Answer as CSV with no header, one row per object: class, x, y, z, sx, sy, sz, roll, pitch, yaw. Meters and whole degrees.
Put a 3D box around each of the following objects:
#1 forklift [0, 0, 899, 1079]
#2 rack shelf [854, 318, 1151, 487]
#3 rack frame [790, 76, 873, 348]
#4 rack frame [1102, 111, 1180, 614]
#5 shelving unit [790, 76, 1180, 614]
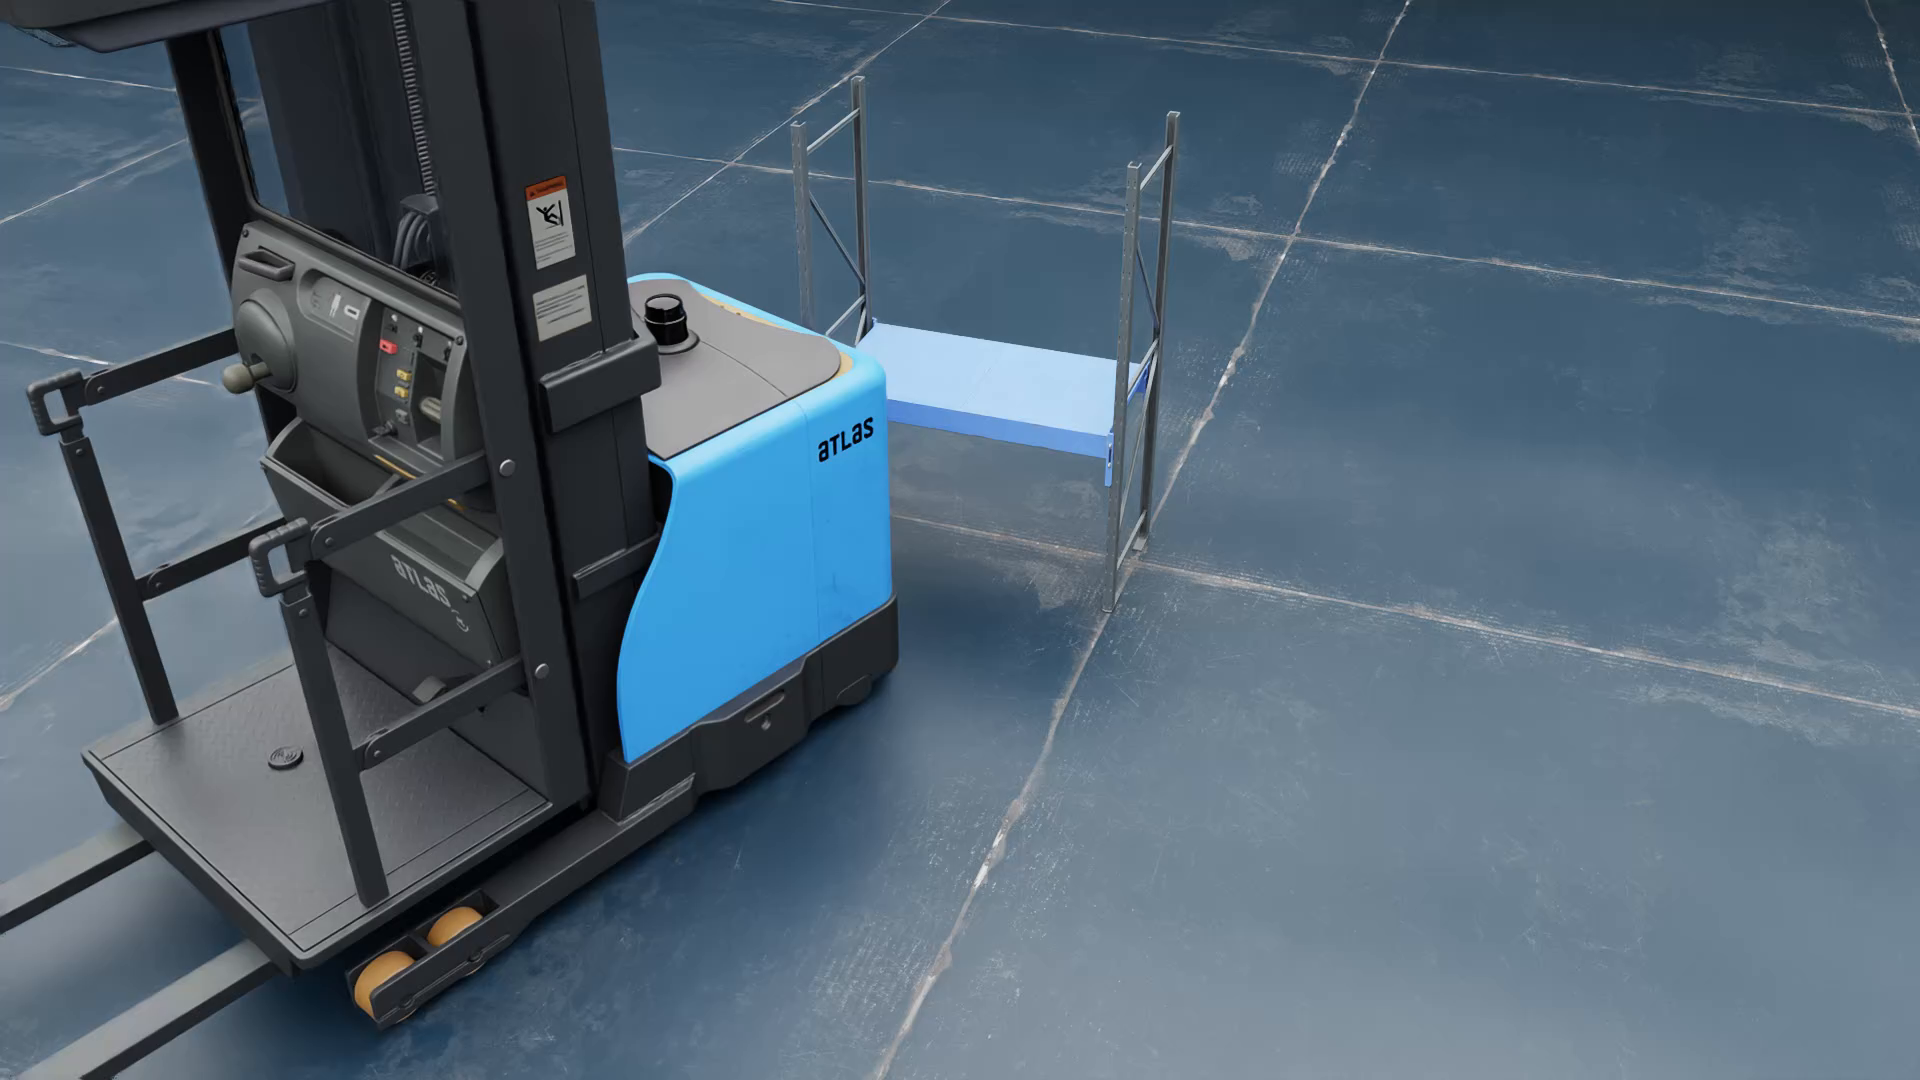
forklift,-1.538,-0.392,3.655,1.130,2.935,3.031,26,41,34
rack shelf,0.080,-0.463,5.417,1.000,0.185,0.538,11,34,16
rack frame,-0.398,-0.708,5.463,0.032,1.500,0.500,11,34,16
rack frame,0.559,-0.521,5.175,0.032,1.500,0.500,11,34,16
shelving unit,0.080,-0.614,5.319,1.048,1.500,0.538,11,34,16
